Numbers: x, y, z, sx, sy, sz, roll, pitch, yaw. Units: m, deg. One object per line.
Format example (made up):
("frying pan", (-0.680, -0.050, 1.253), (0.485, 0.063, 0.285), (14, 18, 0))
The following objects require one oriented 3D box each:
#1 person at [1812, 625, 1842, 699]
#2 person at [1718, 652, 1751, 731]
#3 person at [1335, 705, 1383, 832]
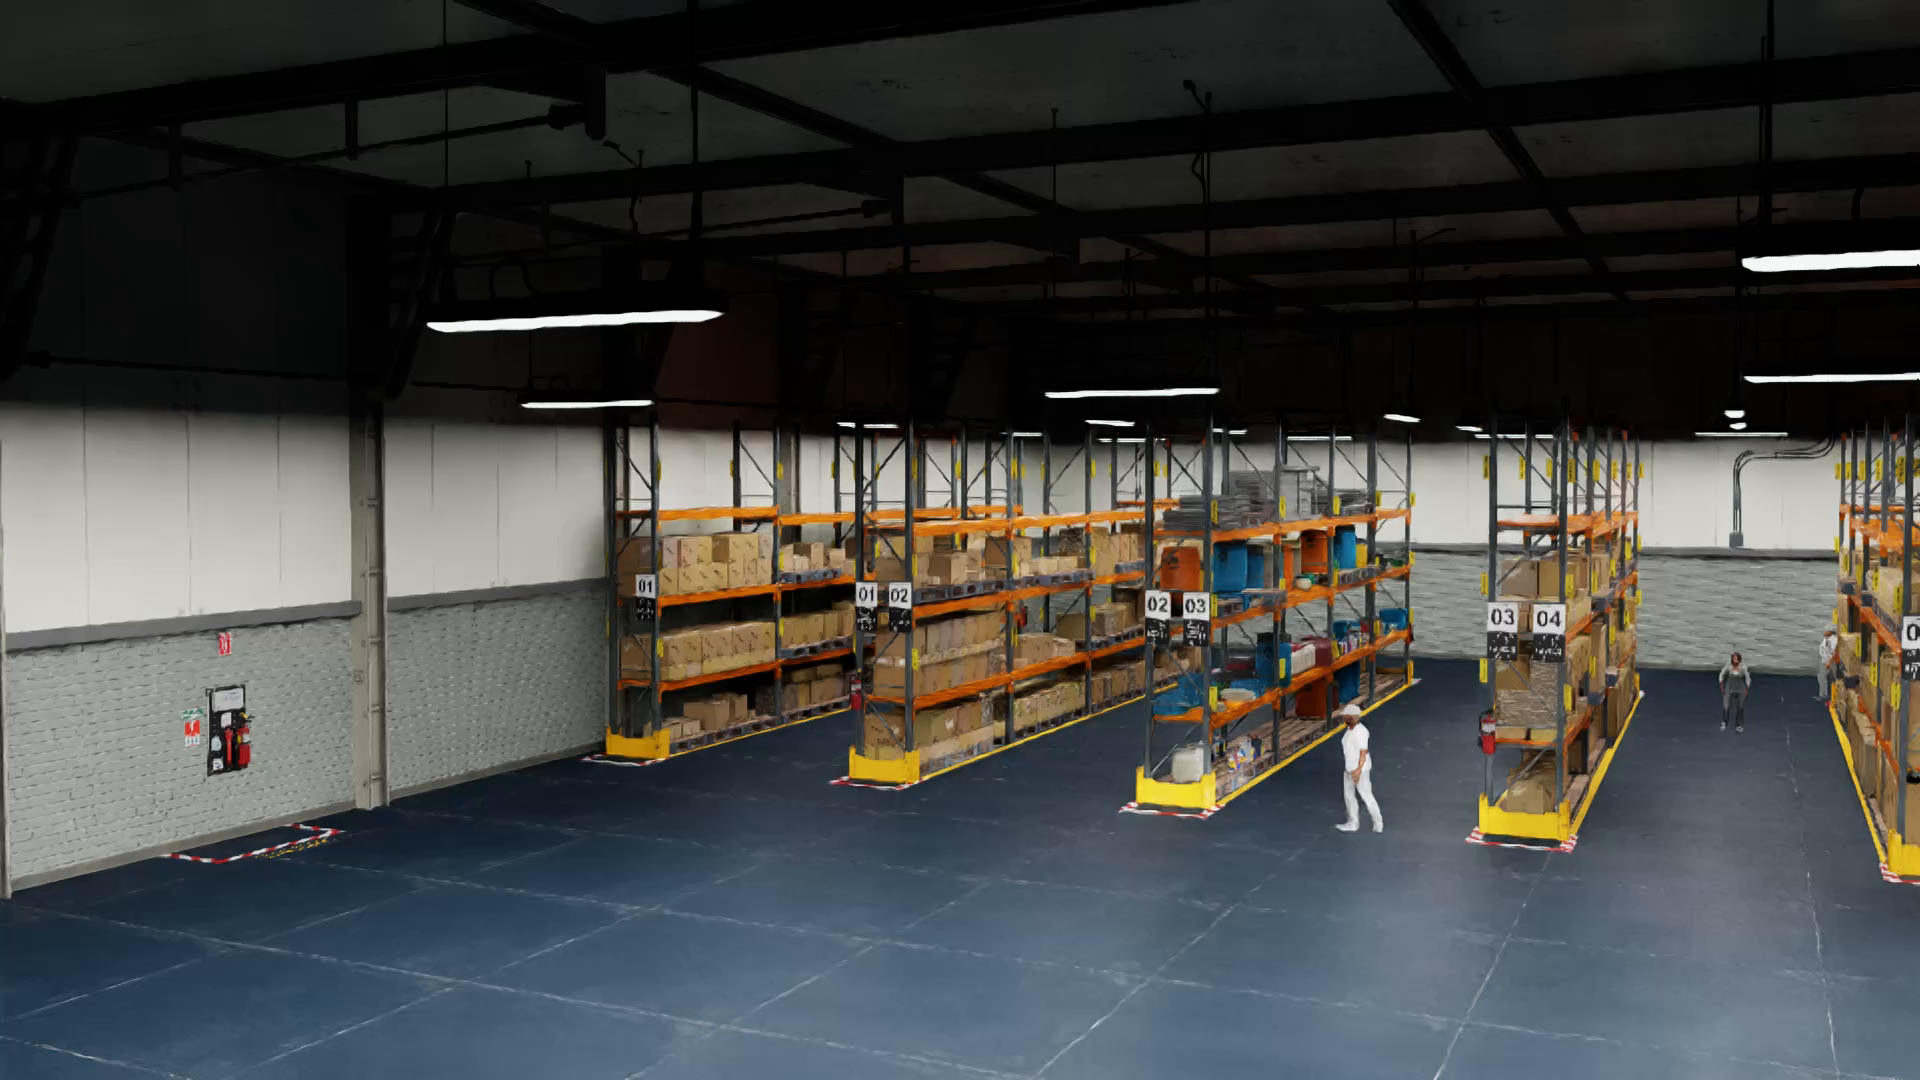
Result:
("person", (18.969, 2.664, 36.184), (0.602, 1.645, 0.565), (0, 2, -6))
("person", (14.839, 2.897, 31.868), (0.566, 1.541, 0.519), (1, 3, 22))
("person", (5.538, 3.162, 23.042), (0.617, 1.762, 0.593), (0, 2, -9))
